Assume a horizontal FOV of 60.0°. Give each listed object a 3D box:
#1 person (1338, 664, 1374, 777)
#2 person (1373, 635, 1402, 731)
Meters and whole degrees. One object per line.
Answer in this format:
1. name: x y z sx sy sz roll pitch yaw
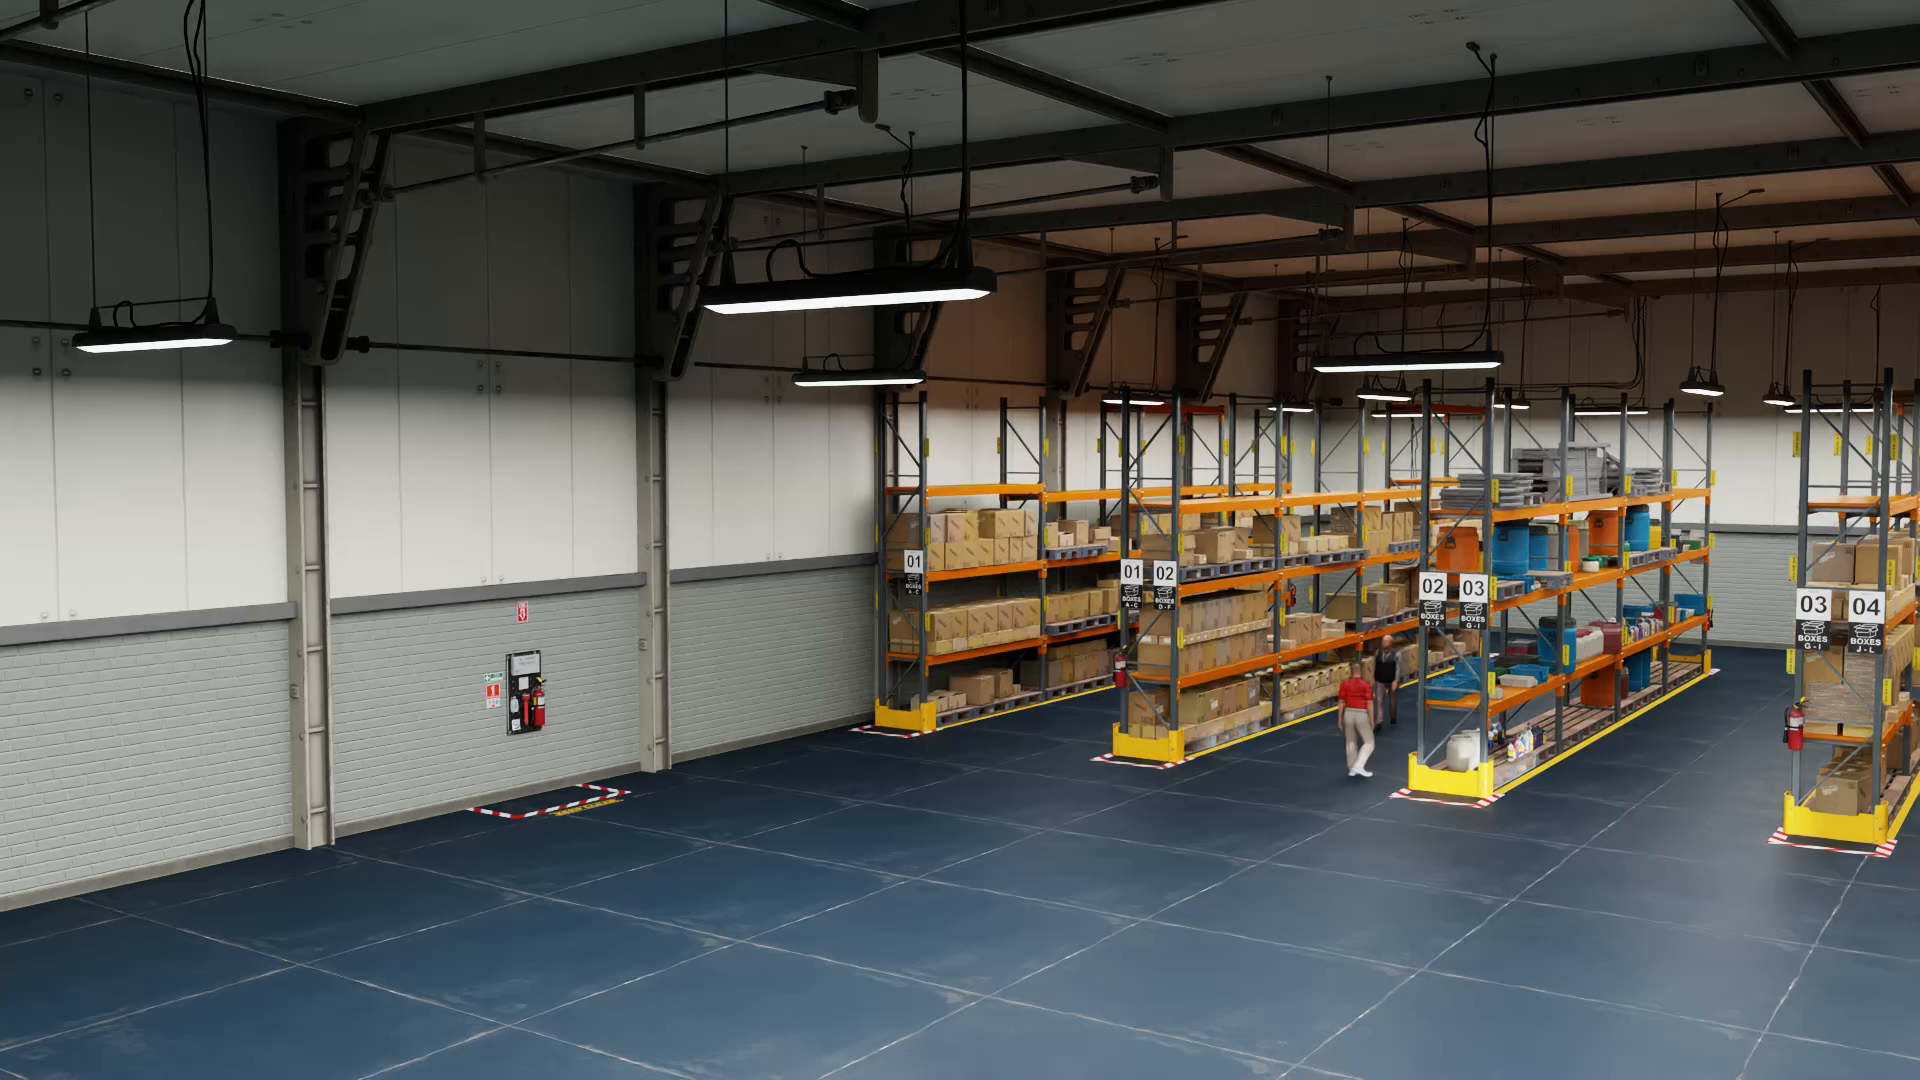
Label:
1. person: 6.024 2.742 25.281 0.579 1.723 0.565 2 4 33
2. person: 7.569 2.512 29.443 0.509 1.655 1.103 1 3 19
